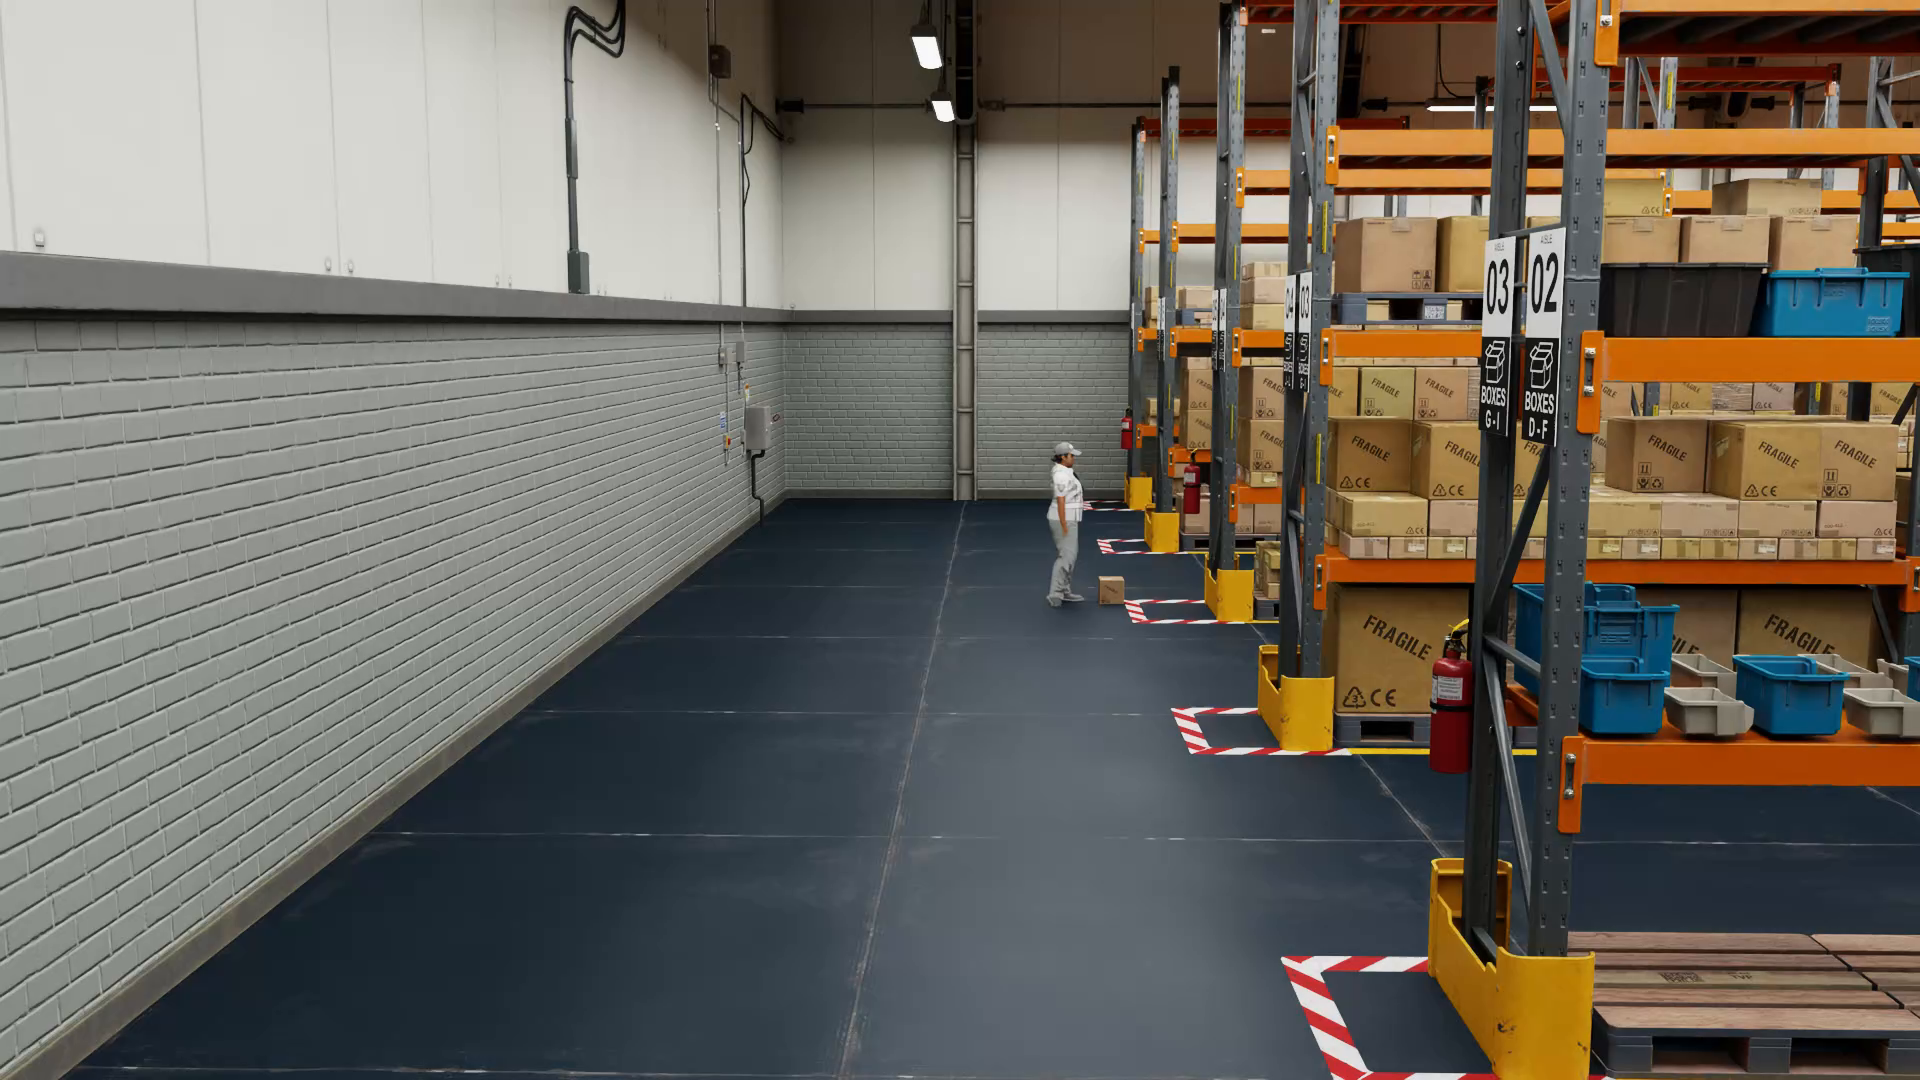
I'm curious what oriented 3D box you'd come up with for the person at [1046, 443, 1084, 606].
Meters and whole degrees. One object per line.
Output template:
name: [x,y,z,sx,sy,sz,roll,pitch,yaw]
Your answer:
person: [1.087,-0.124,17.159,0.388,1.761,0.497,0,7,3]
